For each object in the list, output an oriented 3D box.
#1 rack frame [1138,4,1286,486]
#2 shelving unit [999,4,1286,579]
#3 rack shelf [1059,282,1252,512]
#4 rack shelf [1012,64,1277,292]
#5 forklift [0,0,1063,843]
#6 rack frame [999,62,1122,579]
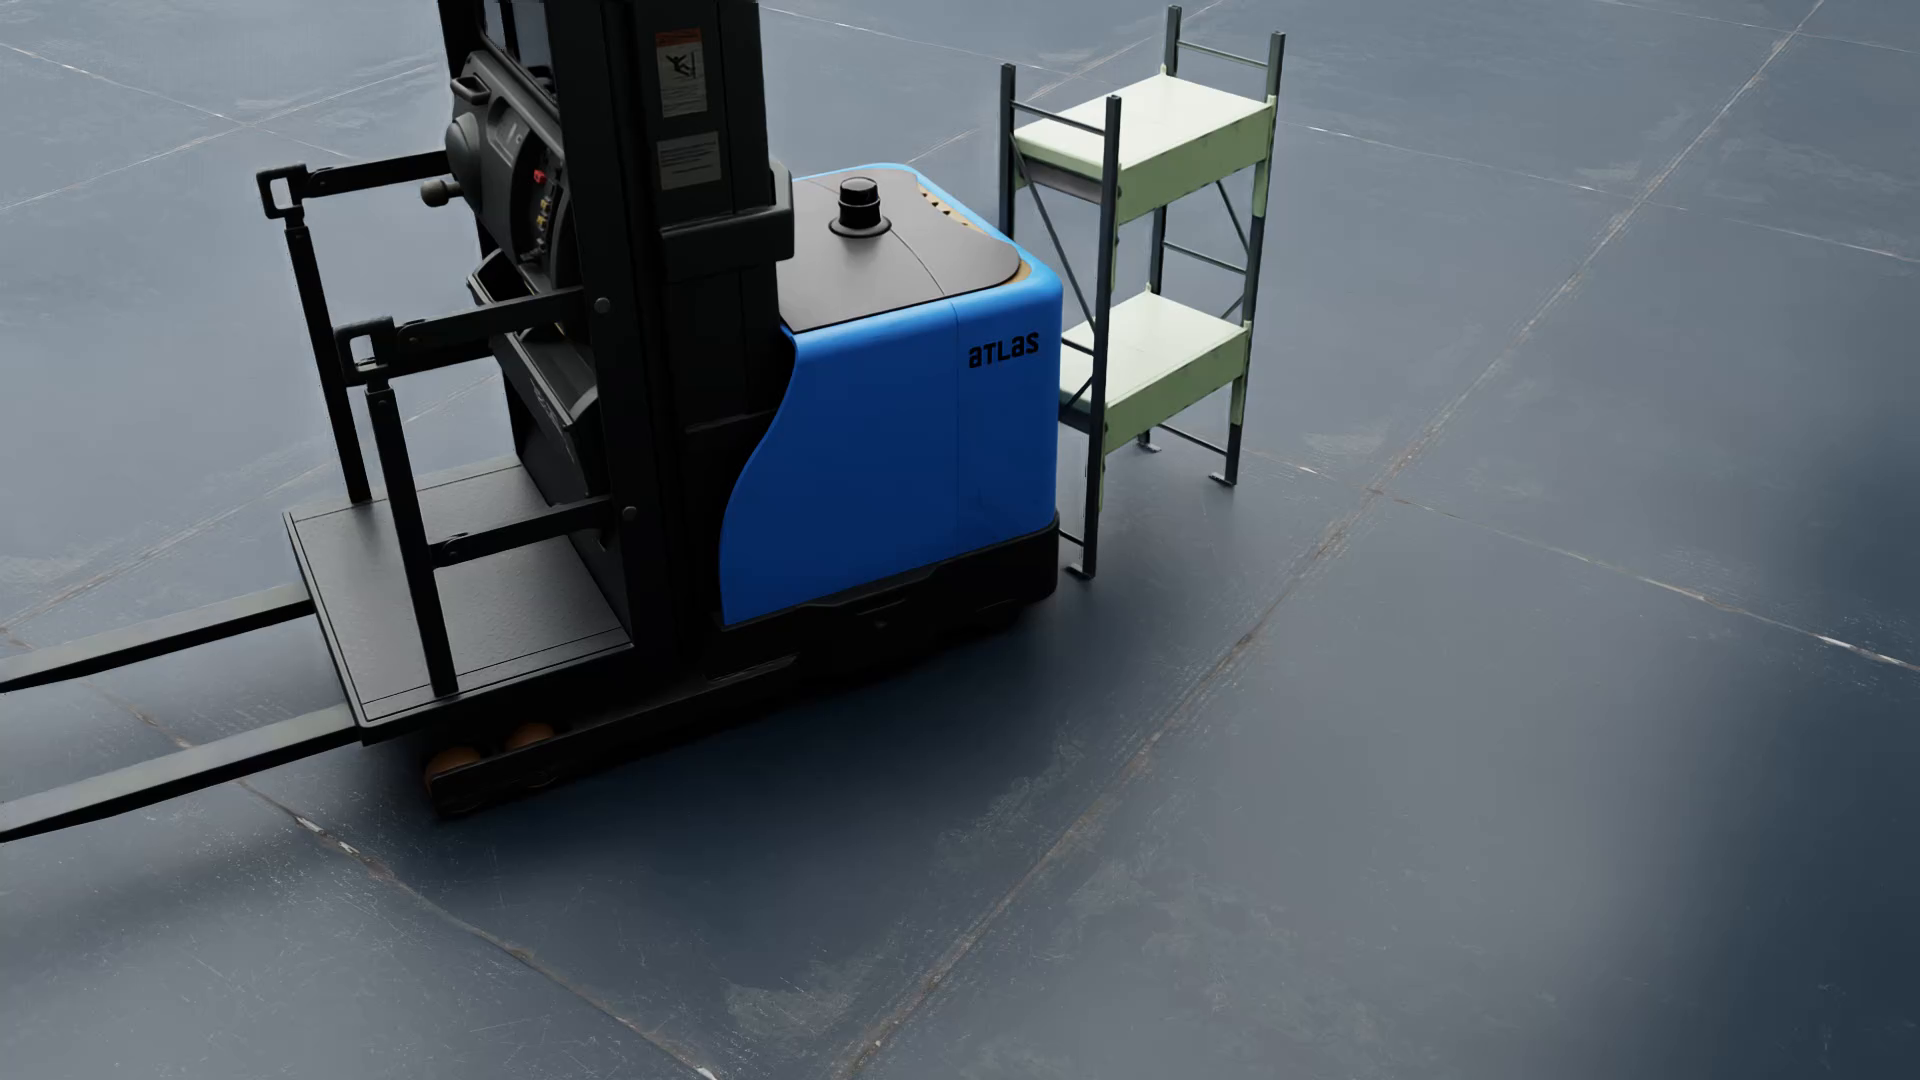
[{"bbox_3d":[0.766,-0.880,5.213,0.400,1.500,0.023,28,43,35],"label":"rack frame"},{"bbox_3d":[0.514,-0.732,4.993,0.431,1.500,0.755,28,43,35],"label":"shelving unit"},{"bbox_3d":[0.514,-0.462,5.176,0.431,0.370,0.720,28,43,35],"label":"rack shelf"},{"bbox_3d":[0.514,-1.055,4.775,0.431,0.370,0.720,28,43,35],"label":"rack shelf"},{"bbox_3d":[-1.257,-0.861,3.907,3.031,2.935,1.130,-17,38,-23],"label":"forklift"},{"bbox_3d":[0.262,-0.583,4.773,0.400,1.500,0.023,28,43,35],"label":"rack frame"}]
